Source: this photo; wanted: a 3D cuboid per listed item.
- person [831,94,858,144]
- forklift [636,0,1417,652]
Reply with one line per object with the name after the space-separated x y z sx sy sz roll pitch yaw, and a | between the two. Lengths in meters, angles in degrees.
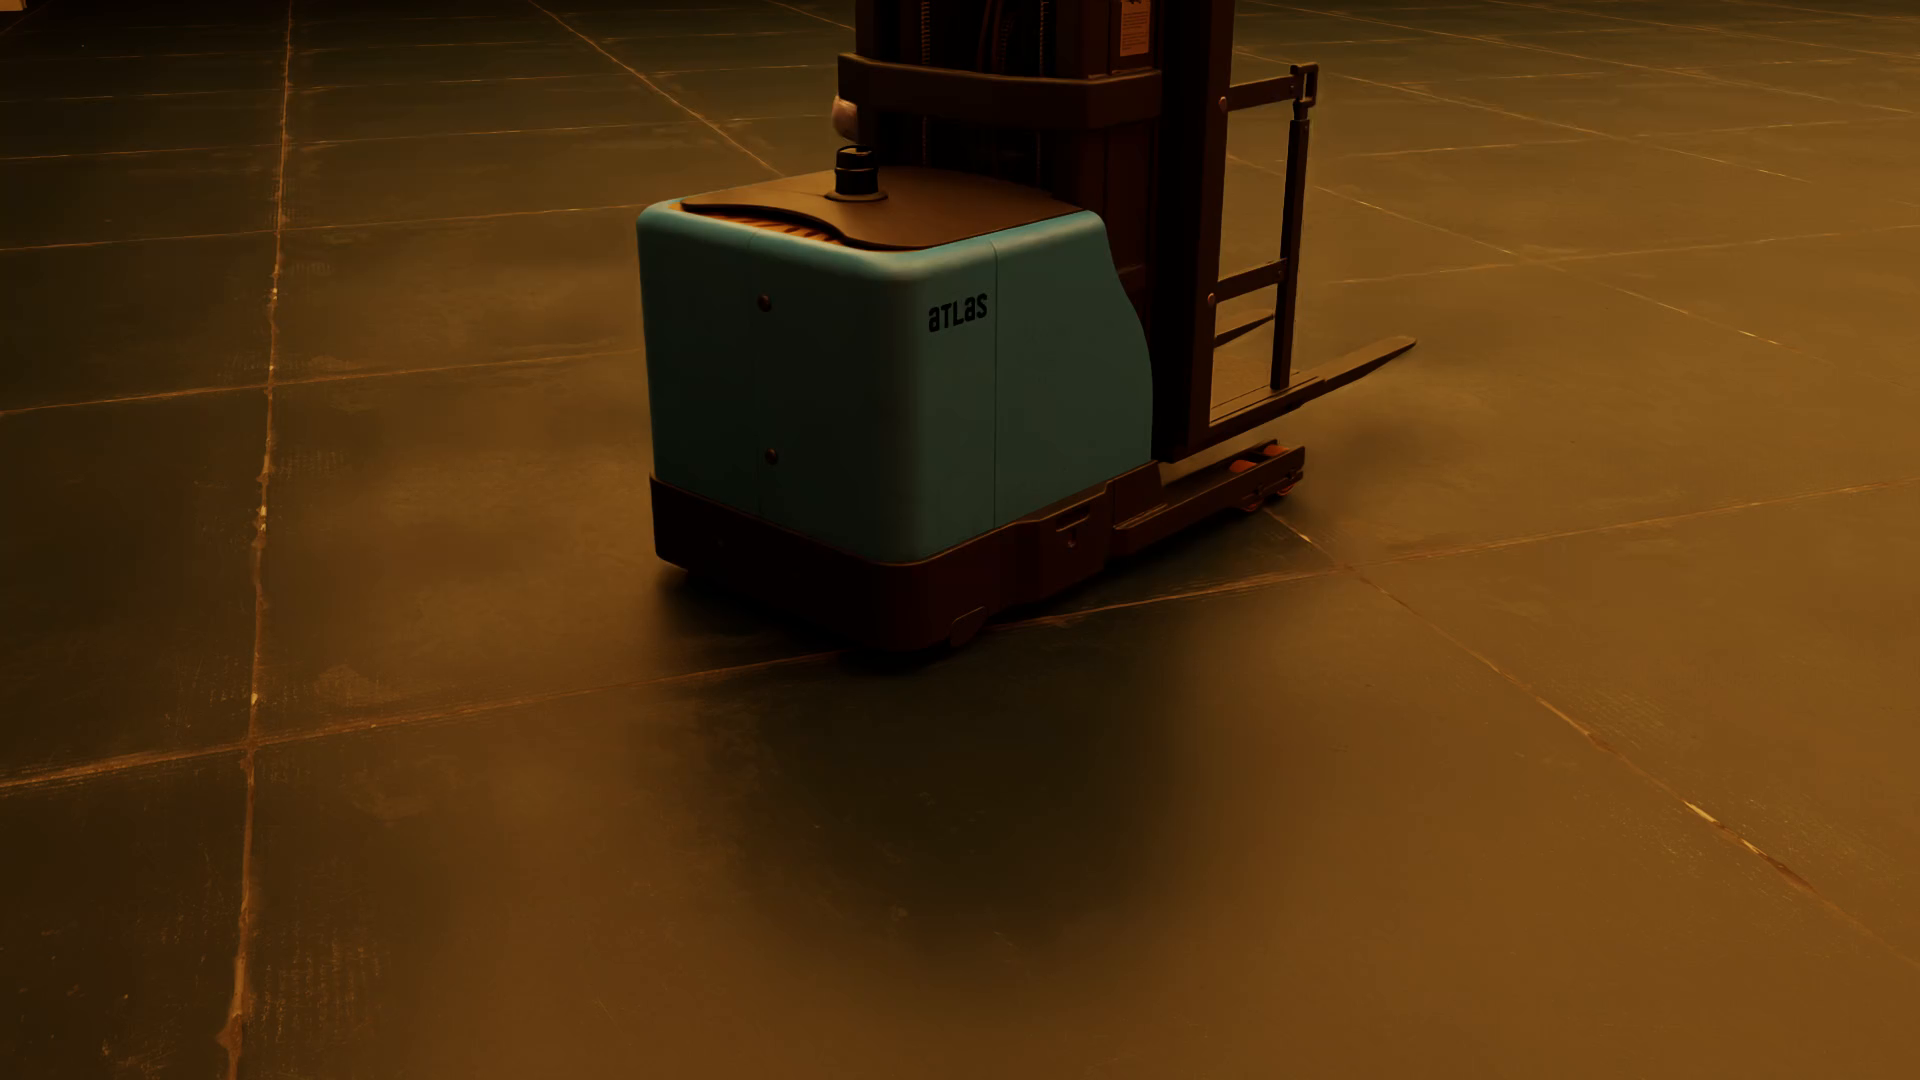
-0.082 -1.080 5.738 0.898 1.424 0.787 -10 25 -22 | person
0.475 -1.556 4.998 1.130 2.935 3.031 19 29 38 | forklift
